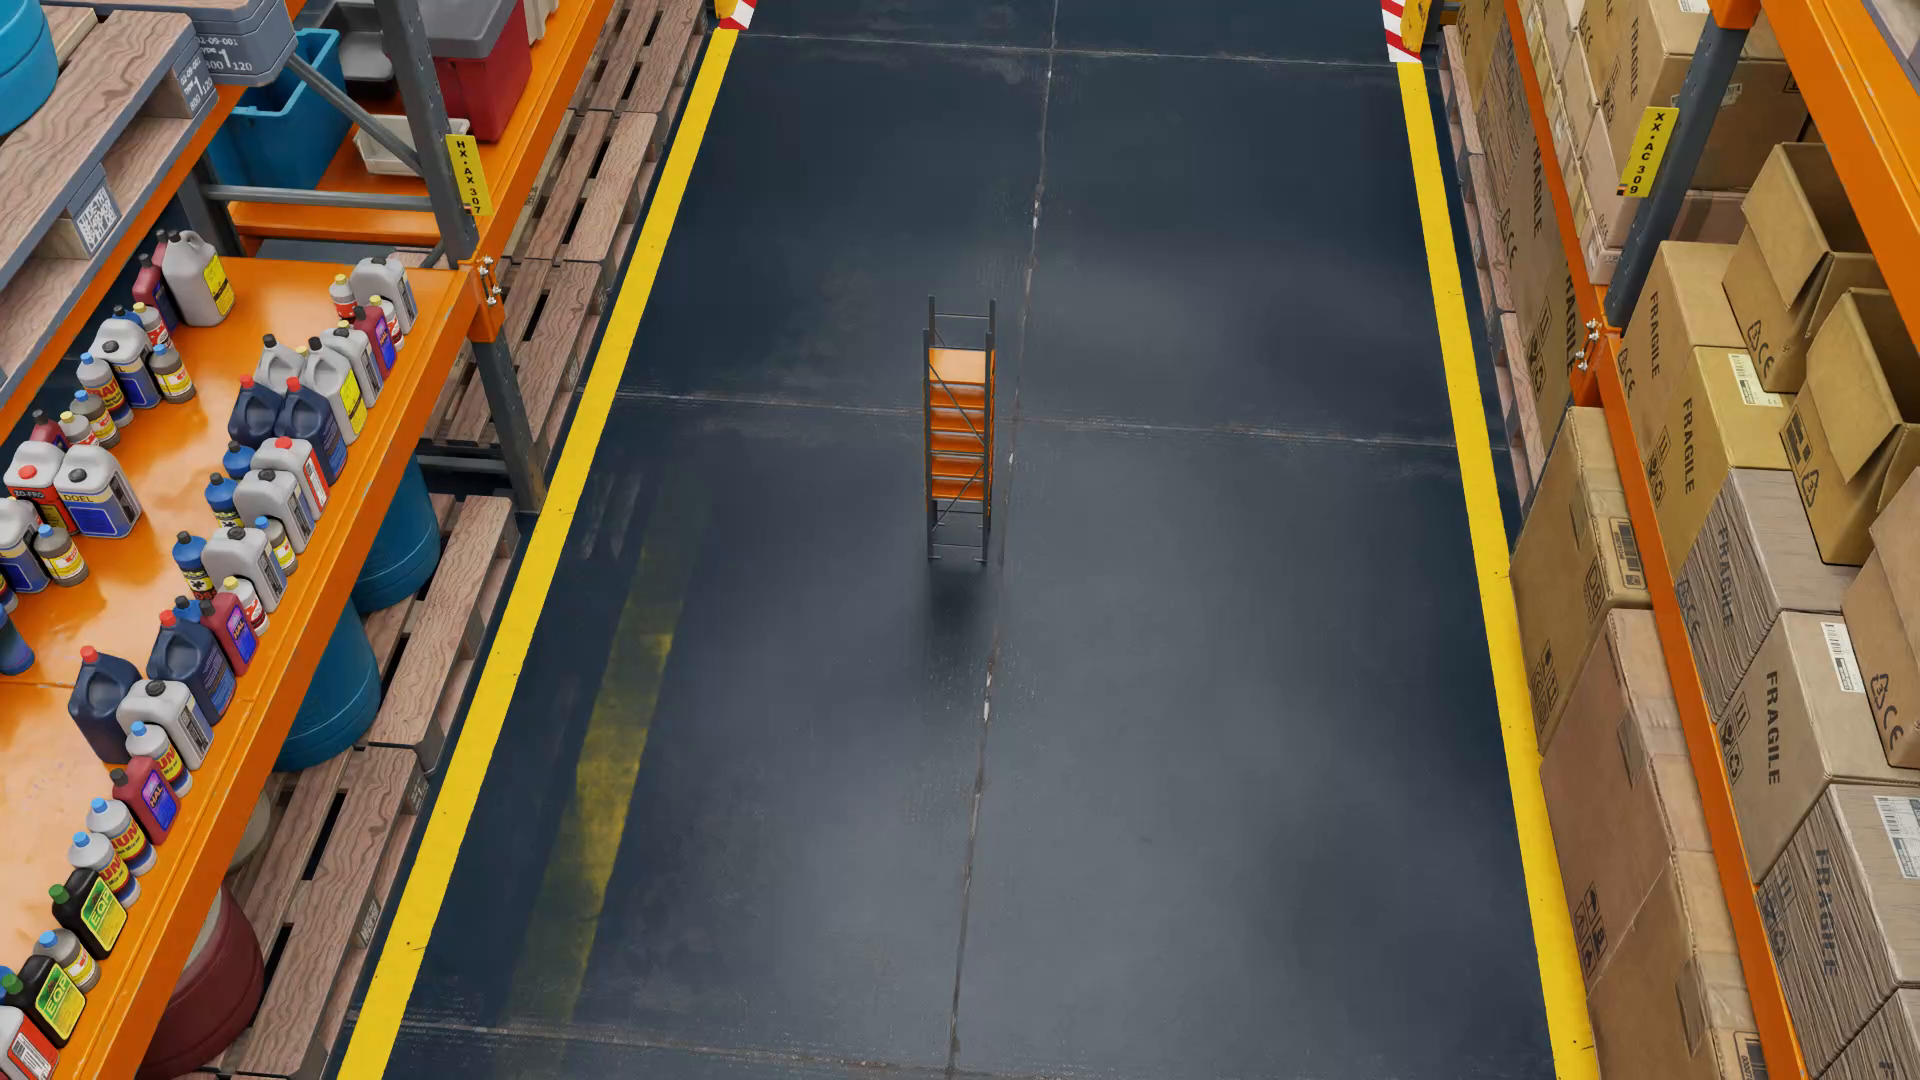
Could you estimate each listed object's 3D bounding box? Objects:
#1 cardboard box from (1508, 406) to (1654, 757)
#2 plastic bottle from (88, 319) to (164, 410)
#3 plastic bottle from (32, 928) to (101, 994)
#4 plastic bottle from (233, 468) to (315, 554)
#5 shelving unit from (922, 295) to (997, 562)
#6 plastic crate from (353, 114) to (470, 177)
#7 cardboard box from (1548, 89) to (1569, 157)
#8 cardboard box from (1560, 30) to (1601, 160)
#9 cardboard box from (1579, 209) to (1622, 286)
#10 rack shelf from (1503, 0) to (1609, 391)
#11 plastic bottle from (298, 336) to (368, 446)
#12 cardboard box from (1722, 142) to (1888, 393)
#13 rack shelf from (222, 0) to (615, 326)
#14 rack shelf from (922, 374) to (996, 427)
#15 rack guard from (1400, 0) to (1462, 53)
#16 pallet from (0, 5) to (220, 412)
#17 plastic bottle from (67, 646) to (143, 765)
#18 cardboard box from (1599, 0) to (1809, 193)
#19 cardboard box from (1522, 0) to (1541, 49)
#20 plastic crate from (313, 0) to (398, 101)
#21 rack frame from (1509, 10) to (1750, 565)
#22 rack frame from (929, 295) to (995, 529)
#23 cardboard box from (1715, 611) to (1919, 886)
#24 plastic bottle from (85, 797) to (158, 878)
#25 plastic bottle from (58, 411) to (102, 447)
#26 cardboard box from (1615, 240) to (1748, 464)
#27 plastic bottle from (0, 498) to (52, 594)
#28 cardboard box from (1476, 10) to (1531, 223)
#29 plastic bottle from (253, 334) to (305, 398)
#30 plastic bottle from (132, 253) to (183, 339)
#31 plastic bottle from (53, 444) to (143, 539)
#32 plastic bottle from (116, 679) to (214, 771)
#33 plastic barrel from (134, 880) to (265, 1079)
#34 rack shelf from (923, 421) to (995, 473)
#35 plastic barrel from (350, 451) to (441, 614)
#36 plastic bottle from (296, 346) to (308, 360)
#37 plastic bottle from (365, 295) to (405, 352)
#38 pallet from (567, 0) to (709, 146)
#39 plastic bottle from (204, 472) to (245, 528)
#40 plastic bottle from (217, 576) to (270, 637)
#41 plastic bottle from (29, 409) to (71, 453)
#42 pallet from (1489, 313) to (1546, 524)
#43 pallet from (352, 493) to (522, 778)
[{"bbox_3d":[2.668,0.189,5.726,1.225,0.875,0.875,4,48,4],"label":"cardboard box"},{"bbox_3d":[-2.681,-0.566,5.345,0.152,0.276,0.135,4,48,4],"label":"plastic bottle"},{"bbox_3d":[-2.137,0.997,3.966,0.097,0.201,0.097,0,48,0],"label":"plastic bottle"},{"bbox_3d":[-2.032,-0.100,4.919,0.152,0.276,0.135,4,48,4],"label":"plastic bottle"},{"bbox_3d":[-0.001,-0.394,6.323,0.258,1.200,0.189,4,48,4],"label":"shelving unit"},{"bbox_3d":[-2.041,-1.455,6.212,0.396,0.136,0.243,4,48,4],"label":"plastic crate"},{"bbox_3d":[2.478,-1.587,6.364,0.380,0.149,0.250,5,48,4],"label":"cardboard box"},{"bbox_3d":[2.530,-1.631,6.135,0.500,0.250,0.500,5,48,5],"label":"cardboard box"},{"bbox_3d":[2.408,-1.020,5.846,0.380,0.149,0.250,4,48,4],"label":"cardboard box"},{"bbox_3d":[2.889,-2.085,7.138,1.077,0.370,4.000,4,48,4],"label":"rack shelf"},{"bbox_3d":[-1.984,-0.477,5.213,0.144,0.351,0.185,4,48,4],"label":"plastic bottle"},{"bbox_3d":[2.656,-0.761,4.691,0.797,0.503,0.637,3,48,3],"label":"cardboard box"},{"bbox_3d":[-2.044,-2.418,7.443,1.077,0.370,4.000,4,48,4],"label":"rack shelf"},{"bbox_3d":[-0.001,-0.526,6.179,0.258,0.103,0.180,4,48,4],"label":"rack shelf"},{"bbox_3d":[3.073,-2.972,9.155,1.175,0.500,0.348,4,48,4],"label":"rack guard"},{"bbox_3d":[-2.301,-0.724,3.501,1.003,0.211,1.213,4,48,4],"label":"pallet"},{"bbox_3d":[-2.248,0.421,4.392,0.144,0.351,0.185,4,48,4],"label":"plastic bottle"},{"bbox_3d":[2.482,-1.517,5.523,0.500,0.500,0.500,5,48,5],"label":"cardboard box"},{"bbox_3d":[2.549,-2.151,6.881,0.380,0.149,0.250,5,48,4],"label":"cardboard box"},{"bbox_3d":[-2.392,-1.960,6.681,0.437,0.125,0.590,4,48,4],"label":"plastic crate"},{"bbox_3d":[2.706,-0.858,5.528,1.000,3.000,0.127,4,48,4],"label":"rack frame"},{"bbox_3d":[0.007,-0.462,6.385,0.240,1.200,0.006,4,48,4],"label":"rack frame"},{"bbox_3d":[2.283,0.546,4.176,0.500,0.500,0.500,5,48,4],"label":"cardboard box"},{"bbox_3d":[-2.107,0.732,4.160,0.097,0.271,0.097,0,48,0],"label":"plastic bottle"},{"bbox_3d":[-2.737,-0.315,5.166,0.097,0.201,0.097,0,48,0],"label":"plastic bottle"},{"bbox_3d":[2.415,-0.571,5.198,0.500,0.500,0.500,4,48,4],"label":"cardboard box"},{"bbox_3d":[-2.753,0.016,4.813,0.152,0.276,0.135,4,48,4],"label":"plastic bottle"},{"bbox_3d":[3.009,-2.078,7.799,0.875,0.875,0.875,4,48,4],"label":"cardboard box"},{"bbox_3d":[-2.128,-0.487,5.222,0.144,0.351,0.185,4,48,4],"label":"plastic bottle"},{"bbox_3d":[-2.697,-0.813,5.566,0.061,0.283,0.133,4,48,4],"label":"plastic bottle"},{"bbox_3d":[-2.581,-0.145,4.959,0.152,0.276,0.135,4,48,4],"label":"plastic bottle"},{"bbox_3d":[-2.103,0.474,4.393,0.152,0.276,0.135,4,48,4],"label":"plastic bottle"},{"bbox_3d":[-2.460,1.229,4.968,0.600,0.588,0.708,4,48,4],"label":"plastic barrel"},{"bbox_3d":[-0.001,-0.364,6.356,0.258,0.103,0.180,4,48,4],"label":"rack shelf"},{"bbox_3d":[-2.293,-0.226,6.088,0.600,0.901,0.708,4,48,4],"label":"plastic barrel"},{"bbox_3d":[-2.099,-0.539,5.371,0.097,0.201,0.097,0,48,0],"label":"plastic bottle"},{"bbox_3d":[-1.923,-0.726,5.542,0.097,0.201,0.097,0,48,0],"label":"plastic bottle"},{"bbox_3d":[-1.975,-2.586,8.998,1.003,0.211,1.213,4,48,4],"label":"pallet"},{"bbox_3d":[-2.158,-0.094,4.916,0.097,0.271,0.097,0,48,0],"label":"plastic bottle"},{"bbox_3d":[-2.036,0.182,4.711,0.097,0.201,0.097,0,48,0],"label":"plastic bottle"},{"bbox_3d":[-2.765,-0.259,5.059,0.061,0.283,0.133,4,48,4],"label":"plastic bottle"},{"bbox_3d":[2.853,-0.471,7.064,1.003,0.211,1.213,4,48,4],"label":"pallet"},{"bbox_3d":[-2.338,0.314,6.346,1.003,0.211,1.213,4,48,4],"label":"pallet"}]
